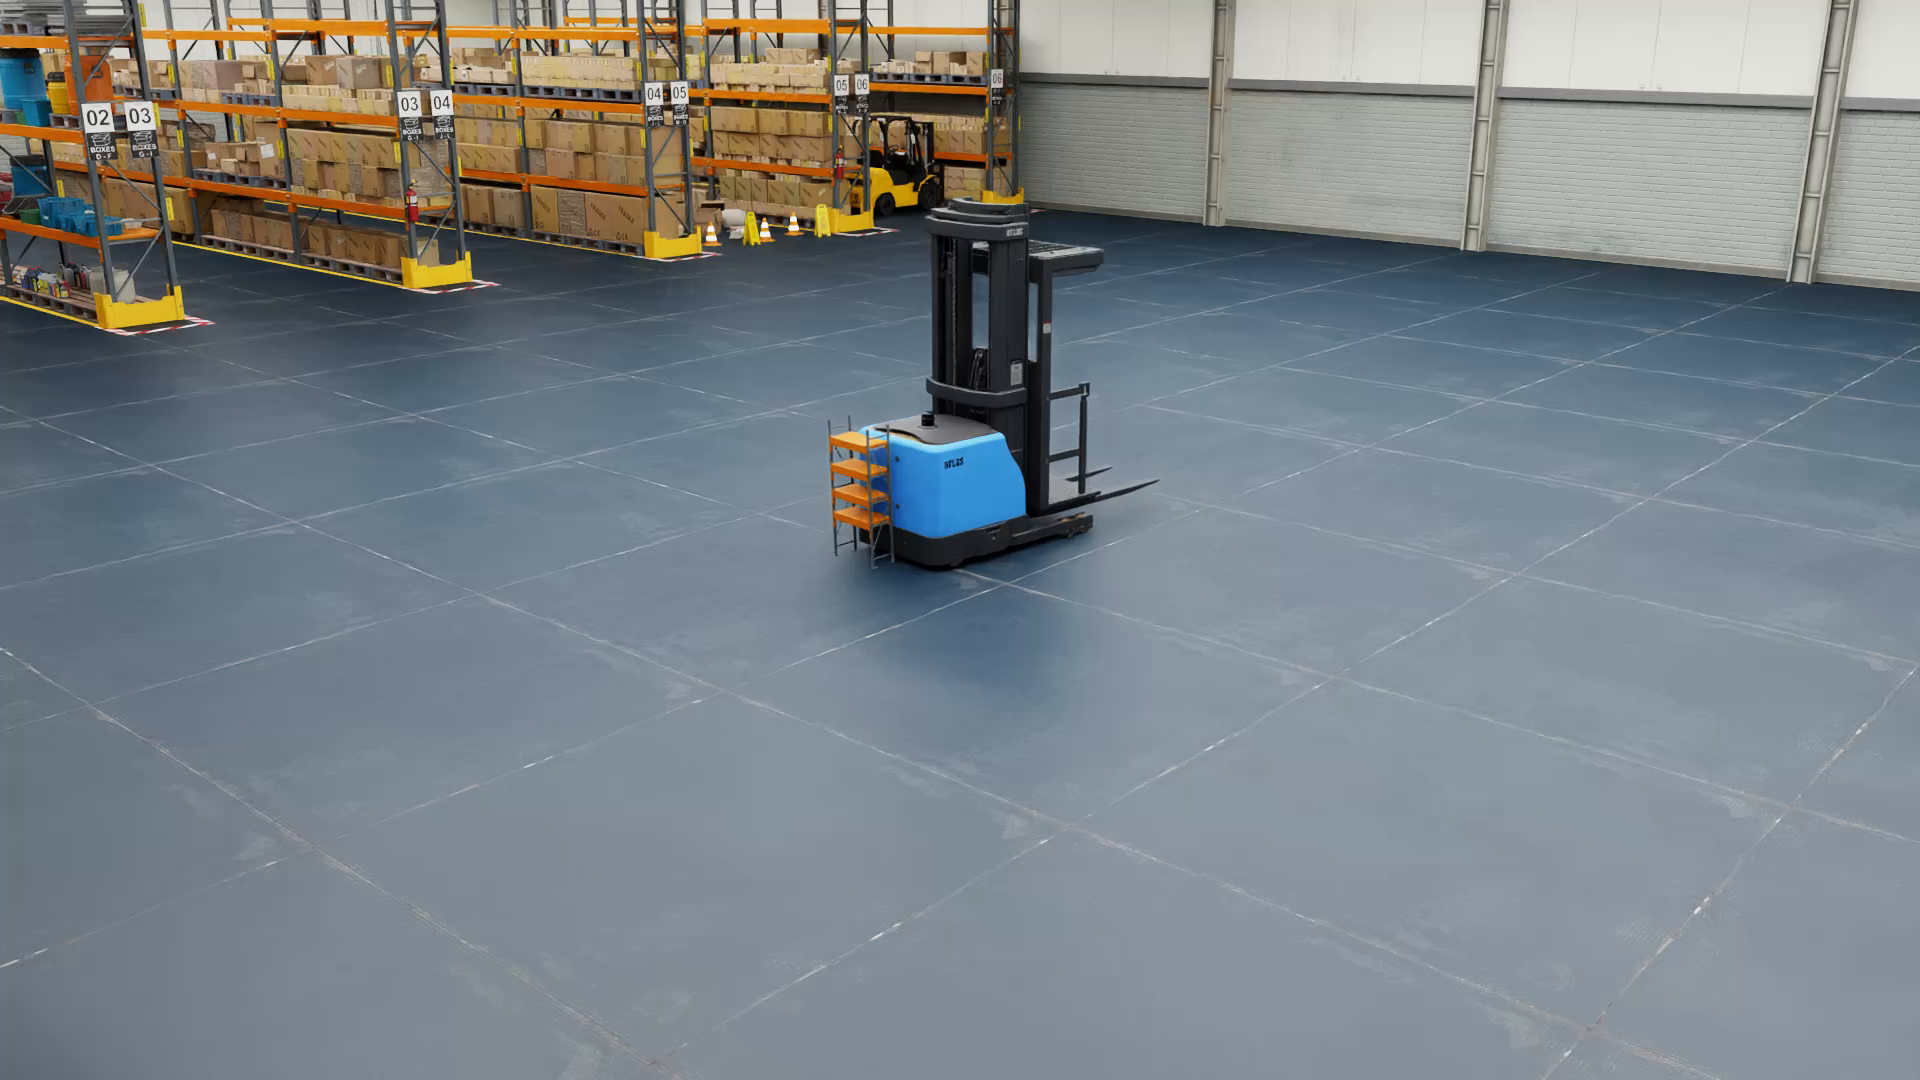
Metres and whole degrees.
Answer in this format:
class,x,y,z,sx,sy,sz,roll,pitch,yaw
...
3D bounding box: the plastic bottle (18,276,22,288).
class,x,y,z,sx,sy,sz,roll,pitch,yaw
plastic bottle,-15.057,-4.157,26.699,0.097,0.201,0.097,0,18,0

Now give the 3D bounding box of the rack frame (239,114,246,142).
class,x,y,z,sx,sy,sz,roll,pitch,yaw
rack frame,-17.476,-10.117,41.580,0.127,3.000,1.000,15,23,39

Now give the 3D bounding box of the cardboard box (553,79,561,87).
class,x,y,z,sx,sy,sz,roll,pitch,yaw
cardboard box,-7.692,-8.912,32.378,0.250,0.149,0.380,15,23,38

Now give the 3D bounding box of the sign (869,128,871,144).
class,x,y,z,sx,sy,sz,roll,pitch,yaw
sign,-1.939,-8.580,35.306,0.005,0.325,0.100,15,23,39

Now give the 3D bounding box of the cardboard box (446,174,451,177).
class,x,y,z,sx,sy,sz,roll,pitch,yaw
cardboard box,-13.706,-10.126,45.150,0.875,0.438,0.875,14,22,37

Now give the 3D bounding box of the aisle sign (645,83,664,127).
class,x,y,z,sx,sy,sz,roll,pitch,yaw
aisle sign,-5.655,-8.061,30.805,0.004,0.787,0.394,15,23,39

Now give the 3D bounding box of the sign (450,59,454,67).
class,x,y,z,sx,sy,sz,roll,pitch,yaw
sign,-11.118,-10.349,36.365,0.005,0.325,0.100,15,23,39

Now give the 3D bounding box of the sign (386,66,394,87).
class,x,y,z,sx,sy,sz,roll,pitch,yaw
sign,-9.261,-7.533,27.014,0.005,0.325,0.100,15,23,39

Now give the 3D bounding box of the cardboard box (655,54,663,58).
class,x,y,z,sx,sy,sz,roll,pitch,yaw
cardboard box,-8.050,-13.118,45.142,0.250,0.149,0.380,16,24,41

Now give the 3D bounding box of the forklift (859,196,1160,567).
class,x,y,z,sx,sy,sz,roll,pitch,yaw
forklift,0.554,-1.526,14.624,3.031,2.935,1.130,-15,23,-40

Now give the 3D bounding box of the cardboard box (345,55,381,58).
class,x,y,z,sx,sy,sz,roll,pitch,yaw
cardboard box,-13.416,-10.653,37.445,0.637,0.503,0.797,15,23,39

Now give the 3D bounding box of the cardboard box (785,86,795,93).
class,x,y,z,sx,sy,sz,roll,pitch,yaw
cardboard box,-3.499,-9.572,35.318,0.250,0.149,0.380,15,23,39

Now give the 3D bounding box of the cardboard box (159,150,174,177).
class,x,y,z,sx,sy,sz,roll,pitch,yaw
cardboard box,-15.763,-7.601,33.486,0.500,0.500,0.500,15,23,39

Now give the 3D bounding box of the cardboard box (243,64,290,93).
class,x,y,z,sx,sy,sz,roll,pitch,yaw
cardboard box,-12.860,-8.591,30.946,0.637,0.503,0.797,16,24,41

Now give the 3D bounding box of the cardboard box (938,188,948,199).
class,x,y,z,sx,sy,sz,roll,pitch,yaw
cardboard box,-0.302,-8.285,39.660,0.500,0.250,0.500,15,23,40

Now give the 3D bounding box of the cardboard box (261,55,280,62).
class,x,y,z,sx,sy,sz,roll,pitch,yaw
cardboard box,-16.474,-11.509,39.771,0.250,0.149,0.380,16,24,41

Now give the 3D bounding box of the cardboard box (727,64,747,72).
class,x,y,z,sx,sy,sz,roll,pitch,yaw
cardboard box,-4.867,-10.300,36.295,0.250,0.149,0.380,14,22,38

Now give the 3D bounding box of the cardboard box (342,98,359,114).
class,x,y,z,sx,sy,sz,roll,pitch,yaw
cardboard box,-10.159,-7.405,28.322,0.500,0.250,0.500,16,23,40

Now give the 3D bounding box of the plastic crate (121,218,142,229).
class,x,y,z,sx,sy,sz,roll,pitch,yaw
plastic crate,-12.621,-4.809,25.289,0.250,0.136,0.298,15,23,39

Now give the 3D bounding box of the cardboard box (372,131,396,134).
class,x,y,z,sx,sy,sz,roll,pitch,yaw
cardboard box,-9.852,-6.843,28.953,0.500,0.500,0.500,15,23,39

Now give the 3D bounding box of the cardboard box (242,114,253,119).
class,x,y,z,sx,sy,sz,roll,pitch,yaw
cardboard box,-17.317,-10.633,40.895,0.500,0.500,0.500,15,23,39

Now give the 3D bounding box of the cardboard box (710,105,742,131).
class,x,y,z,sx,sy,sz,roll,pitch,yaw
cardboard box,-5.106,-9.376,36.936,0.500,0.500,0.700,15,23,39

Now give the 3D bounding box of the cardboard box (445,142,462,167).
class,x,y,z,sx,sy,sz,roll,pitch,yaw
cardboard box,-10.577,-8.204,35.388,0.500,0.500,0.500,15,23,39

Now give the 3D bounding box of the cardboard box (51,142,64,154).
class,x,y,z,sx,sy,sz,roll,pitch,yaw
cardboard box,-19.898,-8.723,36.945,0.500,0.250,0.500,14,22,37

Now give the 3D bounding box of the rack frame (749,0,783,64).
class,x,y,z,sx,sy,sz,roll,pitch,yaw
rack frame,-4.991,-13.634,42.745,0.127,3.000,1.000,15,23,39

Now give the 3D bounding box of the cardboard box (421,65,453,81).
class,x,y,z,sx,sy,sz,roll,pitch,yaw
cardboard box,-11.097,-9.951,35.385,0.500,0.311,0.500,15,23,39

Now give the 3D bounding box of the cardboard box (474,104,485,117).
class,x,y,z,sx,sy,sz,roll,pitch,yaw
cardboard box,-12.185,-11.114,42.904,0.500,0.500,0.500,15,23,38

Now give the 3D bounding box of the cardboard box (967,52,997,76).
class,x,y,z,sx,sy,sz,roll,pitch,yaw
cardboard box,0.500,-10.927,38.150,0.500,0.500,0.500,16,24,41

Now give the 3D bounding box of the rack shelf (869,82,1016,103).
class,x,y,z,sx,sy,sz,roll,pitch,yaw
rack shelf,-0.503,-10.657,39.511,4.000,0.370,1.077,15,23,39

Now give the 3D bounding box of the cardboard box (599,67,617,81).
class,x,y,z,sx,sy,sz,roll,pitch,yaw
cardboard box,-6.434,-8.788,31.330,0.500,0.250,0.500,15,23,39

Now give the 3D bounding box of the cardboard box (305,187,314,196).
class,x,y,z,sx,sy,sz,roll,pitch,yaw
cardboard box,-11.524,-6.278,29.897,0.250,0.149,0.380,15,23,39

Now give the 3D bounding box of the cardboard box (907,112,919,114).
class,x,y,z,sx,sy,sz,roll,pitch,yaw
cardboard box,-1.193,-10.365,40.630,0.250,0.149,0.380,15,23,39

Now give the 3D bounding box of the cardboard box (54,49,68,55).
class,x,y,z,sx,sy,sz,roll,pitch,yaw
cardboard box,-19.340,-10.690,36.162,0.500,0.250,0.500,14,22,38

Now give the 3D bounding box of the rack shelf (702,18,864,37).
class,x,y,z,sx,sy,sz,roll,pitch,yaw
rack shelf,-3.795,-10.961,35.517,4.000,0.370,1.077,15,23,39

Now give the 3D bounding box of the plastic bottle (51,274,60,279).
class,x,y,z,sx,sy,sz,roll,pitch,yaw
plastic bottle,-14.290,-4.056,26.257,0.135,0.276,0.152,15,23,39

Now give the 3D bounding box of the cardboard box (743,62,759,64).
class,x,y,z,sx,sy,sz,roll,pitch,yaw
cardboard box,-5.416,-12.340,43.214,0.250,0.149,0.380,16,23,40

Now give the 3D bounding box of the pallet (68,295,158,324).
class,x,y,z,sx,sy,sz,roll,pitch,yaw
pallet,-12.857,-3.522,25.408,1.213,0.211,1.003,15,23,39

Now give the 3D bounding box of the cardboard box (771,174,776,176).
class,x,y,z,sx,sy,sz,roll,pitch,yaw
cardboard box,-4.289,-7.935,37.316,0.500,0.500,0.500,16,23,40

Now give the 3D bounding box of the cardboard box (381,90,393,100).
class,x,y,z,sx,sy,sz,roll,pitch,yaw
cardboard box,-9.409,-7.415,27.695,0.250,0.149,0.380,14,22,38

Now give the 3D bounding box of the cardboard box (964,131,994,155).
class,x,y,z,sx,sy,sz,roll,pitch,yaw
cardboard box,0.450,-9.255,38.700,0.500,0.500,0.500,14,23,38

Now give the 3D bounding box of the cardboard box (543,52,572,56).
class,x,y,z,sx,sy,sz,roll,pitch,yaw
cardboard box,-9.793,-11.617,40.487,0.500,0.500,0.500,15,23,40

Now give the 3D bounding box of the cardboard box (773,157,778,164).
class,x,y,z,sx,sy,sz,roll,pitch,yaw
cardboard box,-3.851,-8.263,36.153,0.250,0.149,0.380,15,23,39

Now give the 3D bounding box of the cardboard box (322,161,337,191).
class,x,y,z,sx,sy,sz,roll,pitch,yaw
cardboard box,-10.782,-6.505,29.541,0.500,0.500,0.875,15,23,39

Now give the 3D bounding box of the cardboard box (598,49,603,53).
class,x,y,z,sx,sy,sz,roll,pitch,yaw
cardboard box,-10.056,-13.769,47.059,0.500,0.250,0.500,15,23,38

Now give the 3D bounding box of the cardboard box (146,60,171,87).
class,x,y,z,sx,sy,sz,roll,pitch,yaw
cardboard box,-16.069,-9.346,33.332,0.500,0.500,0.500,17,24,42

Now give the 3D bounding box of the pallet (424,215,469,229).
class,x,y,z,sx,sy,sz,roll,pitch,yaw
pallet,-10.953,-7.006,36.388,1.213,0.211,1.003,15,23,39

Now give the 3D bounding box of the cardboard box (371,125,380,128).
class,x,y,z,sx,sy,sz,roll,pitch,yaw
cardboard box,-13.283,-9.433,38.161,0.250,0.149,0.380,14,22,38

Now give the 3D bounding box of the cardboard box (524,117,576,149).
class,x,y,z,sx,sy,sz,roll,pitch,yaw
cardboard box,-8.248,-8.212,33.544,0.550,0.550,0.875,15,23,39

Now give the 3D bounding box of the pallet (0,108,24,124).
class,x,y,z,sx,sy,sz,roll,pitch,yaw
pallet,-14.552,-6.702,26.173,1.003,0.211,1.213,15,23,39

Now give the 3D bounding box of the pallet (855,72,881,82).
class,x,y,z,sx,sy,sz,roll,pitch,yaw
pallet,-2.667,-11.484,41.245,1.217,0.209,0.805,14,22,37

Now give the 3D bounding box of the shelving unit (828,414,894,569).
class,x,y,z,sx,sy,sz,roll,pitch,yaw
shelving unit,-0.828,-0.407,13.943,0.258,1.200,0.503,-18,25,-40

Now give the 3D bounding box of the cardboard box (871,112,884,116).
class,x,y,z,sx,sy,sz,roll,pitch,yaw
cardboard box,-1.958,-10.339,40.550,0.250,0.149,0.380,16,23,40

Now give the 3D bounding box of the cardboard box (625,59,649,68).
class,x,y,z,sx,sy,sz,roll,pitch,yaw
cardboard box,-5.986,-8.833,30.813,0.250,0.149,0.380,15,23,40

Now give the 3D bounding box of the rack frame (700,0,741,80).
class,x,y,z,sx,sy,sz,roll,pitch,yaw
rack frame,-5.291,-11.707,36.673,0.127,3.000,1.000,15,23,39

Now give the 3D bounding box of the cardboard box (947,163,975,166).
class,x,y,z,sx,sy,sz,roll,pitch,yaw
cardboard box,0.016,-8.876,39.869,0.500,0.250,0.500,15,23,39

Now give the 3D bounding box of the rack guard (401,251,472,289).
class,x,y,z,sx,sy,sz,roll,pitch,yaw
rack guard,-8.934,-4.626,28.411,0.348,0.500,1.175,15,23,39
